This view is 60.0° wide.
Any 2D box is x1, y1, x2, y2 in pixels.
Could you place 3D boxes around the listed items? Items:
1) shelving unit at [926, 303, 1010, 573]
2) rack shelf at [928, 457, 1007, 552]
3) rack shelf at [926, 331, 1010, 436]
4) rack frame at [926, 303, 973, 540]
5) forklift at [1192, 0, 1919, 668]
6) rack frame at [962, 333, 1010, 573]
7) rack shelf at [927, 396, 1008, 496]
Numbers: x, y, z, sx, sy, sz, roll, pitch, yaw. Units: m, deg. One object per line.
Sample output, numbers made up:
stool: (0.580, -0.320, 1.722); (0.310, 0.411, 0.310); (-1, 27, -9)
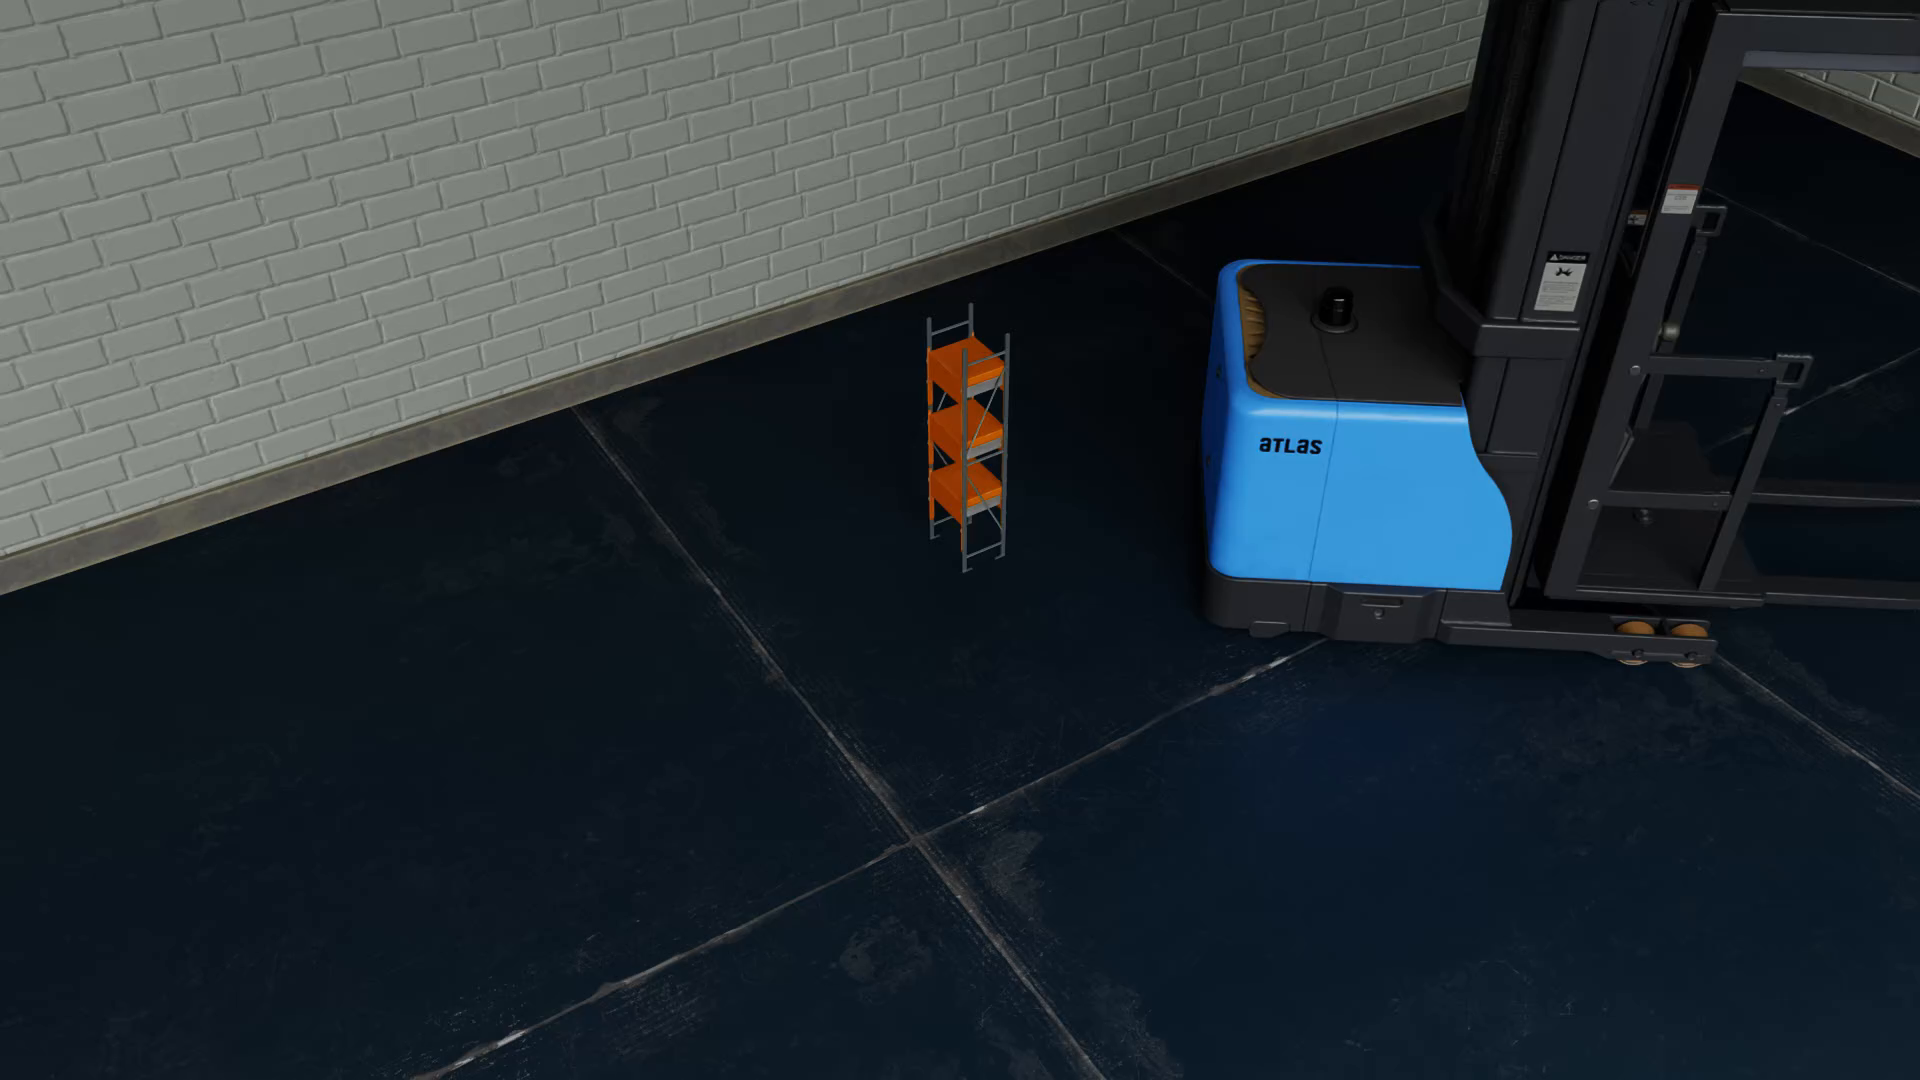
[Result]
shelving unit: (0.029, -0.374, 6.379); (0.215, 1.050, 0.252); (-22, 45, -24)
rack shelf: (0.029, -0.153, 6.564); (0.215, 0.259, 0.240); (-22, 45, -24)
rack shelf: (0.029, -0.584, 6.204); (0.215, 0.259, 0.240); (-22, 45, -24)
rack frame: (-0.037, -0.440, 6.458); (0.200, 1.050, 0.008); (-22, 45, -24)
forklift: (2.454, -1.007, 5.669); (3.031, 2.935, 1.130); (3, 40, 3)
rack frame: (0.094, -0.309, 6.300); (0.200, 1.050, 0.008); (-22, 45, -24)
rack shelf: (0.029, -0.366, 6.386); (0.215, 0.259, 0.240); (-22, 45, -24)
